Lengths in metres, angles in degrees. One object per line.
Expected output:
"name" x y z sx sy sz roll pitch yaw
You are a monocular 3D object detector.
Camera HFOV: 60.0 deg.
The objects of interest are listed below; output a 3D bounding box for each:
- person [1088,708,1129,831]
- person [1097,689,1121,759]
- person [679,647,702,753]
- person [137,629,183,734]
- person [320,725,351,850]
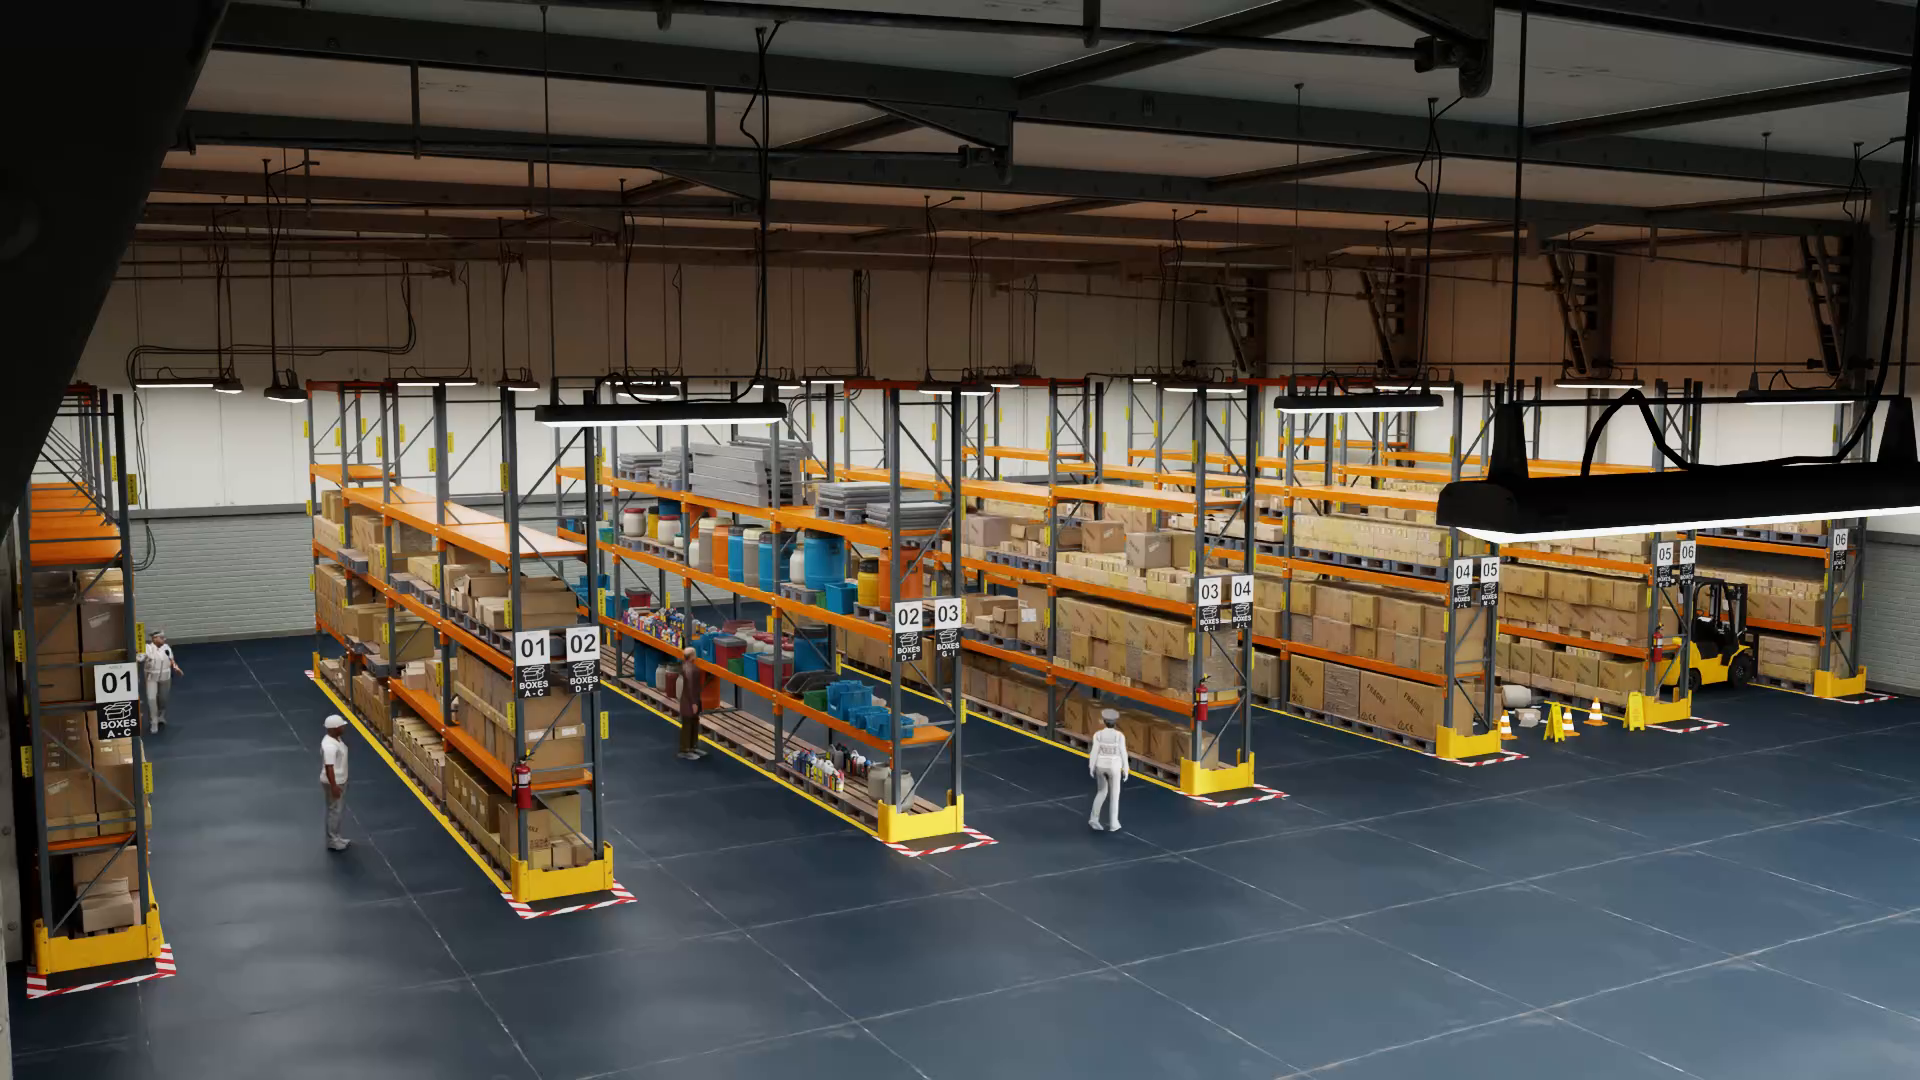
"person" 2.015 3.116 22.528 0.528 1.704 0.449 3 7 29
"person" 2.318 2.419 26.475 6.498 1.730 5.772 -6 8 -44
"person" -4.336 2.551 26.736 0.346 1.699 0.597 0 6 3
"person" -13.936 2.417 28.898 0.765 1.765 0.976 -3 7 -29
"person" -8.152 3.164 21.697 0.384 1.730 0.630 0 6 -4
